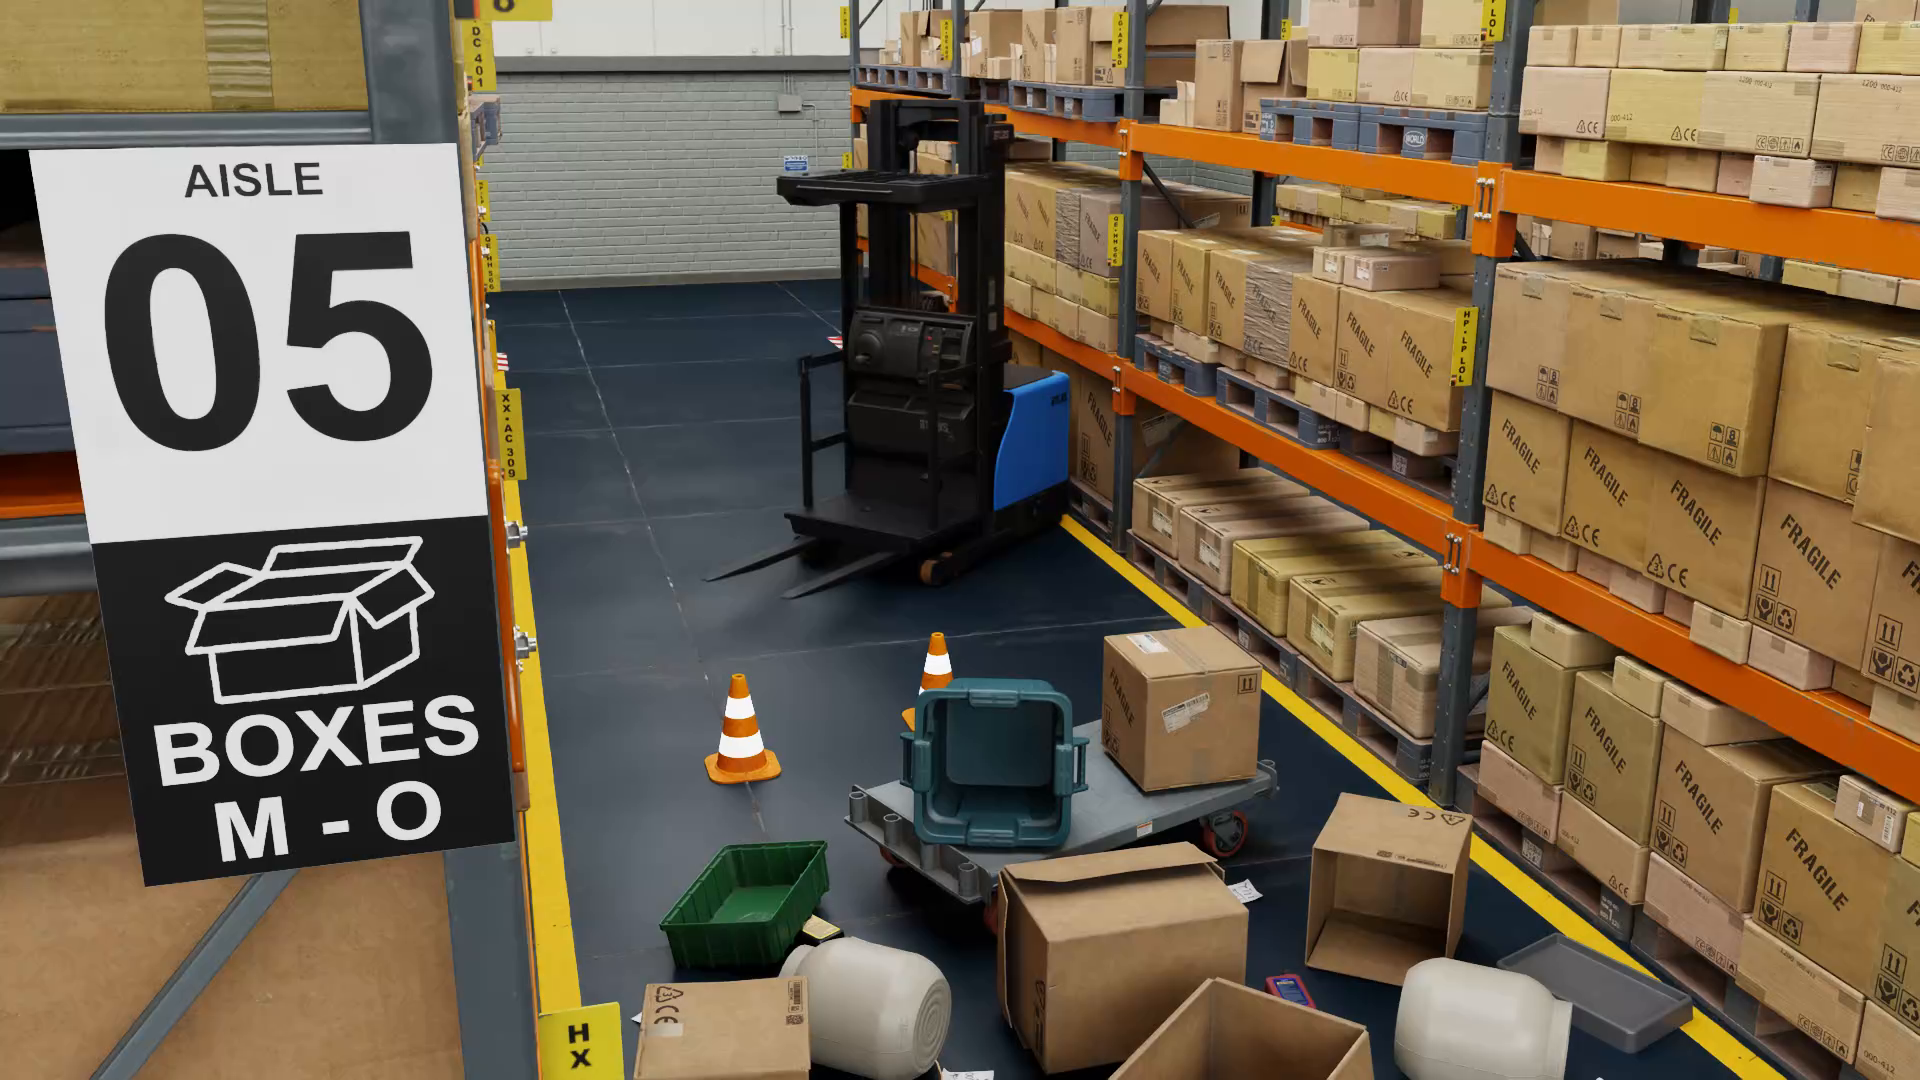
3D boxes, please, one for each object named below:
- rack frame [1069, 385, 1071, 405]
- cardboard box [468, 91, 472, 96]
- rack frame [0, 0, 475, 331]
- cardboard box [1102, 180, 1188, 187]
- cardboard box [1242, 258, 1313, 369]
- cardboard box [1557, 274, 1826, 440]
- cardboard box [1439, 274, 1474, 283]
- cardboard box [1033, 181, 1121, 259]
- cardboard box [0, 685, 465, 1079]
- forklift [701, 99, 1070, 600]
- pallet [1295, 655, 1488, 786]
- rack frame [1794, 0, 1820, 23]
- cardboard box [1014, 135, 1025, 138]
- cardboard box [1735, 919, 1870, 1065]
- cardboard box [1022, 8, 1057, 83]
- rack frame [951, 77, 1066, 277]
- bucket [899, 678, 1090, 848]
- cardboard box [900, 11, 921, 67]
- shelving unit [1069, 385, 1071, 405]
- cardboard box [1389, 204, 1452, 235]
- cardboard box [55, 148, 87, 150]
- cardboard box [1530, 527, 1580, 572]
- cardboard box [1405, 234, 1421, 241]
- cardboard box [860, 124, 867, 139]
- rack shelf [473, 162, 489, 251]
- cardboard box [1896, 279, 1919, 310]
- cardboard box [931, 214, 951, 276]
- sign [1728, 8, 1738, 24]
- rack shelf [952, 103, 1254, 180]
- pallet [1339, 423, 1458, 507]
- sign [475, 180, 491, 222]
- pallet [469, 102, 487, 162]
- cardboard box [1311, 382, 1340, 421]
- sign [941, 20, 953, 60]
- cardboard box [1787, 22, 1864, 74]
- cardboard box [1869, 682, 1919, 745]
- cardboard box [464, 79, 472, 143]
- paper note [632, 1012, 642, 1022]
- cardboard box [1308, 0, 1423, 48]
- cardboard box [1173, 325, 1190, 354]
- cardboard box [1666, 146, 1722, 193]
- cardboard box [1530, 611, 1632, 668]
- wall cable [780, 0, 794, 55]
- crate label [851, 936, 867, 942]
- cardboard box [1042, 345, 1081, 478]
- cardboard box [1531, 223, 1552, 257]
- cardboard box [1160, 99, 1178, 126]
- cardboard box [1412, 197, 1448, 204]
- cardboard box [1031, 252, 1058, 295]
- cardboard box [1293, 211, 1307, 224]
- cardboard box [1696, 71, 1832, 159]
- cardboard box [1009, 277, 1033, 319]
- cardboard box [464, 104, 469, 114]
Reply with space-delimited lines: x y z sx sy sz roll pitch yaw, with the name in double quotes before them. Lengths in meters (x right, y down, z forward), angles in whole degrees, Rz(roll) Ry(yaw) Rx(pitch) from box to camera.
"rack frame" 0.747 -0.728 12.305 0.006 0.900 0.240 -2 18 -16
"cardboard box" -2.464 -2.251 7.441 0.500 0.500 0.500 -5 17 -15
"rack frame" -1.012 -1.637 1.259 1.000 3.000 0.127 -5 17 -15
"cardboard box" 1.347 -2.359 12.179 0.500 0.500 0.500 -4 17 -14
"cardboard box" 1.854 -1.215 8.864 0.500 0.500 0.500 -5 18 -17
"cardboard box" 2.652 -0.677 6.062 0.700 0.500 0.500 -5 17 -15
"cardboard box" 2.506 -1.109 8.511 0.500 0.500 0.500 -5 17 -16
"cardboard box" 0.848 -2.324 12.063 0.500 0.500 0.500 -5 17 -15
"cardboard box" -1.077 0.542 2.297 0.875 0.550 0.550 -5 17 -15
"forklift" -0.439 -1.270 10.584 1.130 2.935 3.031 11 20 31
"pallet" 2.405 0.831 8.319 1.003 0.211 1.213 -5 17 -15
"rack frame" 6.292 -4.662 11.331 1.000 3.000 0.127 -5 17 -15
"cardboard box" 0.378 -3.658 15.376 0.380 0.149 0.250 -5 17 -16
"cardboard box" 2.955 1.442 5.486 0.500 0.250 0.500 -5 18 -17
"cardboard box" 0.758 -3.546 11.925 0.500 0.500 0.500 -5 17 -15
"rack frame" 0.422 -2.502 14.568 1.000 3.000 0.127 -5 17 -15
"bucket" 0.143 0.825 6.539 0.726 0.611 0.620 1 7 4
"cardboard box" -0.268 -4.773 15.835 0.500 0.500 0.500 -4 17 -14
"shelving unit" 0.649 -0.725 12.277 0.210 0.900 0.258 -2 18 -16
"cardboard box" 4.667 -3.225 16.719 0.500 0.250 0.500 -5 17 -15
"cardboard box" -1.709 -0.676 2.806 0.380 0.149 0.250 -5 17 -16
"cardboard box" 2.518 0.009 6.644 0.380 0.149 0.250 -4 17 -14
"cardboard box" 4.676 -2.984 16.608 0.380 0.149 0.250 -4 17 -14
"cardboard box" -0.846 -4.326 17.600 0.380 0.149 0.250 -4 17 -14
"rack shelf" -2.661 -1.515 7.319 1.077 0.370 4.000 -5 17 -15
"cardboard box" 6.442 -1.530 10.723 0.500 0.250 0.500 -5 17 -17
"cardboard box" 0.048 -2.658 14.913 0.500 0.500 0.500 -5 17 -15
"sign" 3.140 -2.018 6.845 0.100 0.325 0.005 -5 17 -15
"rack shelf" 0.971 -3.041 12.398 1.077 0.370 4.000 -5 17 -15
"pallet" 2.550 -0.420 7.971 1.003 0.211 1.213 -5 17 -15
"sign" -3.777 -2.682 13.155 0.100 0.325 0.005 -5 17 -15
"pallet" -2.673 -1.840 7.476 1.003 0.211 1.213 -4 17 -13
"cardboard box" 1.979 -0.704 8.287 0.380 0.149 0.250 -5 17 -15
"sign" -0.112 -4.180 13.903 0.100 0.325 0.005 -5 17 -15
"cardboard box" 2.803 -1.519 5.130 0.380 0.149 0.250 -5 17 -16
"cardboard box" 2.992 0.503 5.001 0.380 0.149 0.250 -5 17 -16
"cardboard box" -1.352 -1.008 3.911 0.380 0.149 0.250 -5 17 -16
"paper note" -1.056 1.666 5.851 0.142 0.020 0.147 11 20 32
"cardboard box" 2.037 -2.525 8.093 0.500 0.250 0.500 -4 17 -14
"cardboard box" 1.508 -1.212 9.979 0.380 0.149 0.250 -6 18 -19
"cardboard box" 2.693 -1.291 5.758 0.380 0.149 0.250 -4 17 -14
"cardboard box" 2.499 0.381 6.590 0.380 0.149 0.250 -4 17 -14
"wall cable" -2.512 -8.033 22.552 0.463 3.000 0.029 -5 17 -15
"crate label" -0.387 1.559 6.023 0.250 0.136 0.298 11 20 32
"cardboard box" 1.170 -1.024 12.610 0.875 0.875 0.875 -4 17 -15
"cardboard box" 5.206 -2.618 14.456 0.396 0.266 0.258 -4 17 -13
"cardboard box" 1.444 -2.611 10.154 0.380 0.149 0.250 -5 17 -15
"cardboard box" 5.040 -3.758 17.190 0.500 0.500 0.500 -5 17 -17
"cardboard box" 0.839 -1.959 12.150 0.500 0.250 0.500 -5 17 -17
"cardboard box" 4.035 -3.702 19.000 0.380 0.149 0.250 -4 17 -14
"cardboard box" 2.754 -1.372 5.334 0.500 0.250 0.500 -5 17 -15
"cardboard box" 0.686 -1.863 12.700 0.500 0.250 0.500 -5 17 -16
"cardboard box" -0.869 -0.519 2.286 0.380 0.149 0.250 -5 17 -15
